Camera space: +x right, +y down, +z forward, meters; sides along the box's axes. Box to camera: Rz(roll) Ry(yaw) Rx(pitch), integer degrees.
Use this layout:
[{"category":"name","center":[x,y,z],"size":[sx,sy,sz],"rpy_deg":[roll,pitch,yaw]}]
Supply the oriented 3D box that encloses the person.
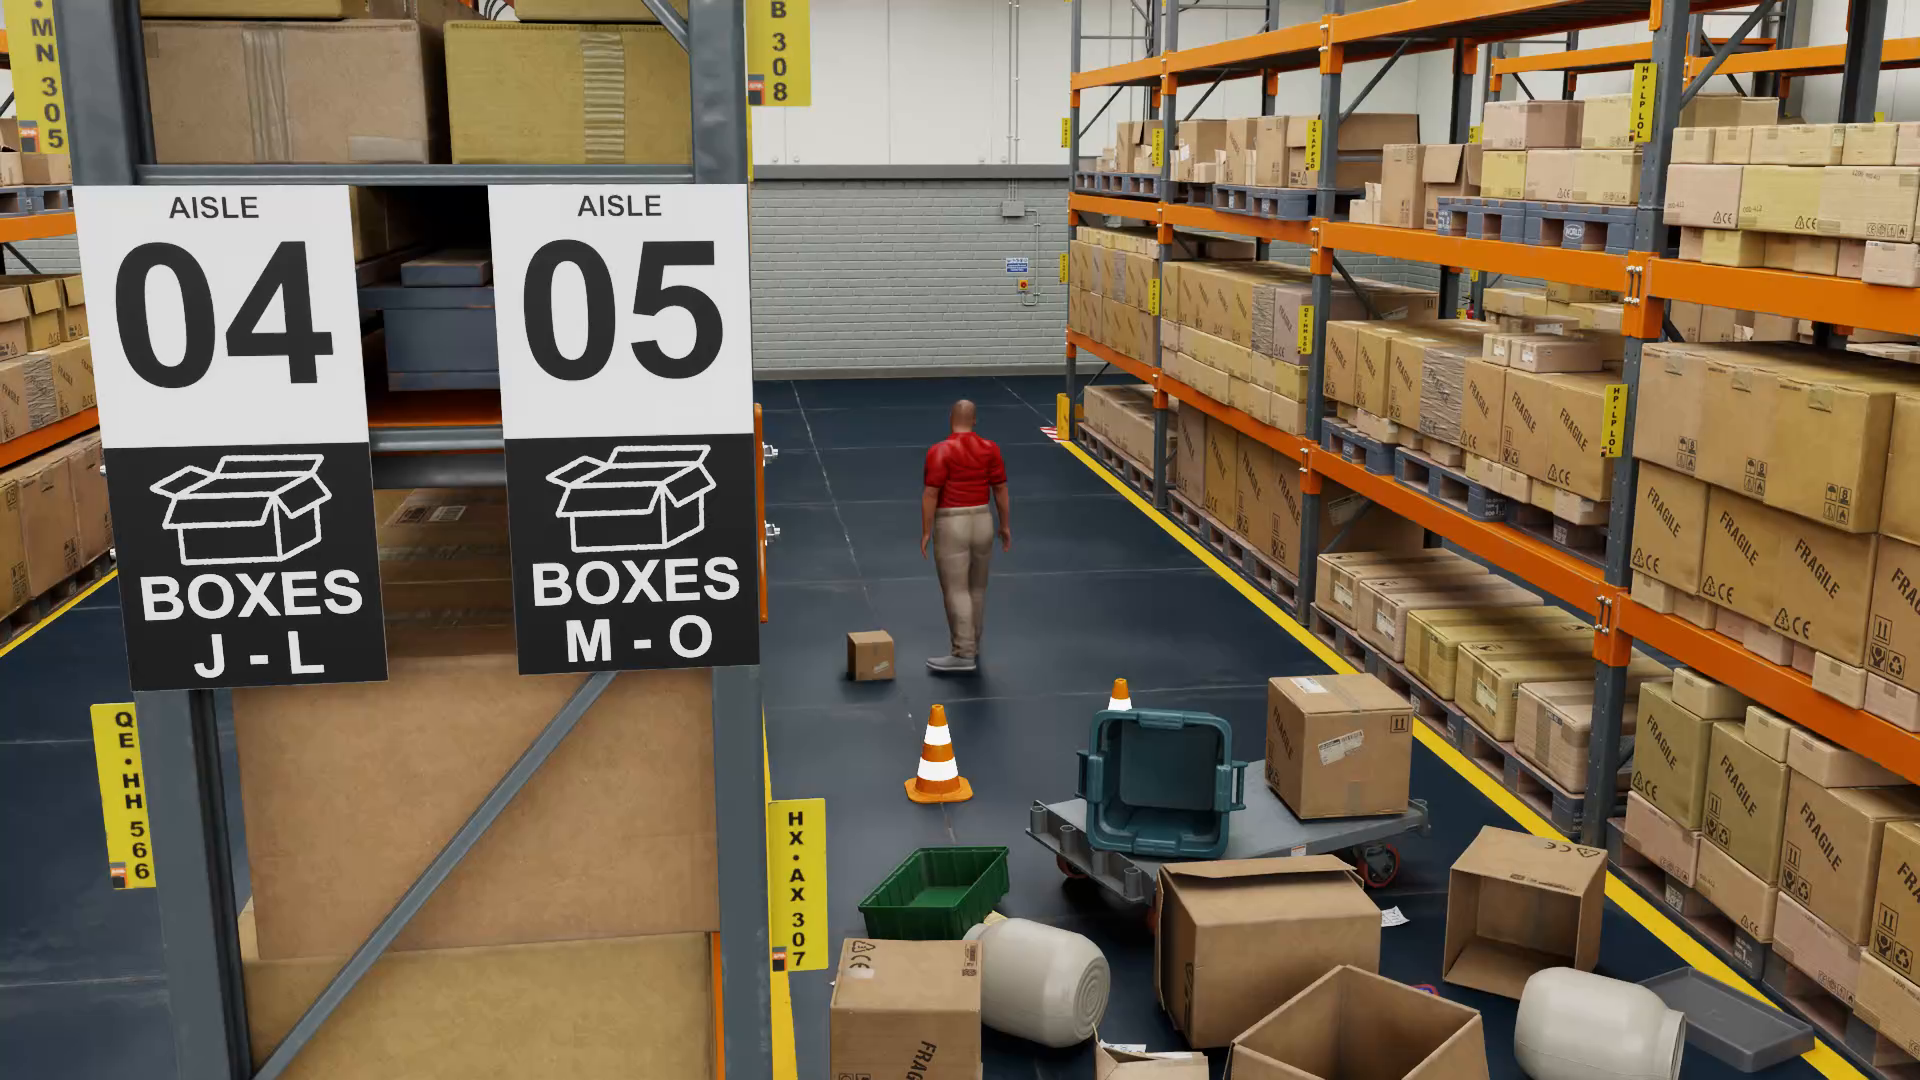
[{"category":"person","center":[0.018,-0.053,10.718],"size":[0.648,1.717,0.643],"rpy_deg":[-7,15,-29]}]
